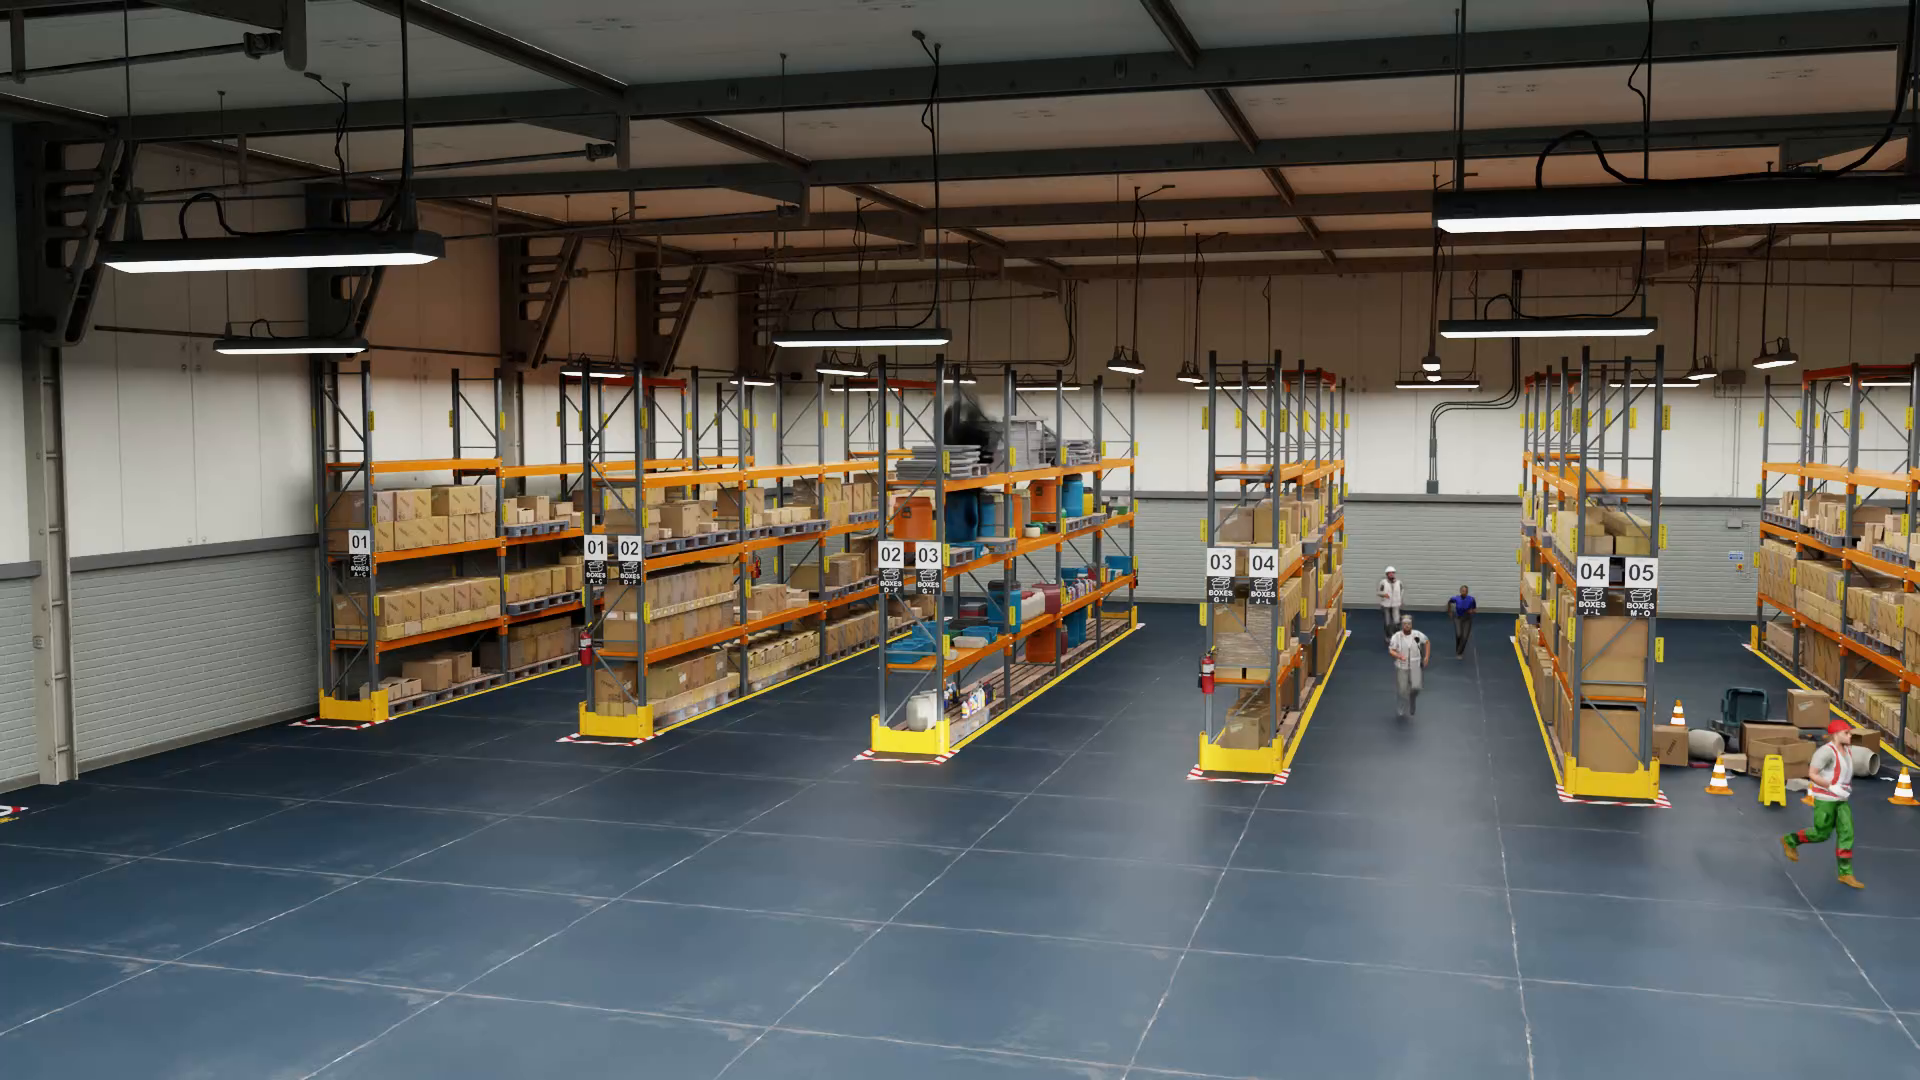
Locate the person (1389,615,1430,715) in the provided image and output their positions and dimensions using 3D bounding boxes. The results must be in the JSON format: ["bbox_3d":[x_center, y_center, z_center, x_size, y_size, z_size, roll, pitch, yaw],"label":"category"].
[{"bbox_3d":[7.559,2.121,27.976,0.691,1.738,0.809,1,4,11],"label":"person"}]

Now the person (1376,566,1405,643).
[{"bbox_3d":[9.569,1.486,36.963,0.641,1.802,0.733,1,4,10],"label":"person"}]

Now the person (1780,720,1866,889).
[{"bbox_3d":[9.466,2.825,18.149,0.684,1.772,0.976,-3,5,-32],"label":"person"}]

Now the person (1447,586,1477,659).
[{"bbox_3d":[10.520,1.769,34.847,0.562,1.500,0.711,1,4,10],"label":"person"}]
